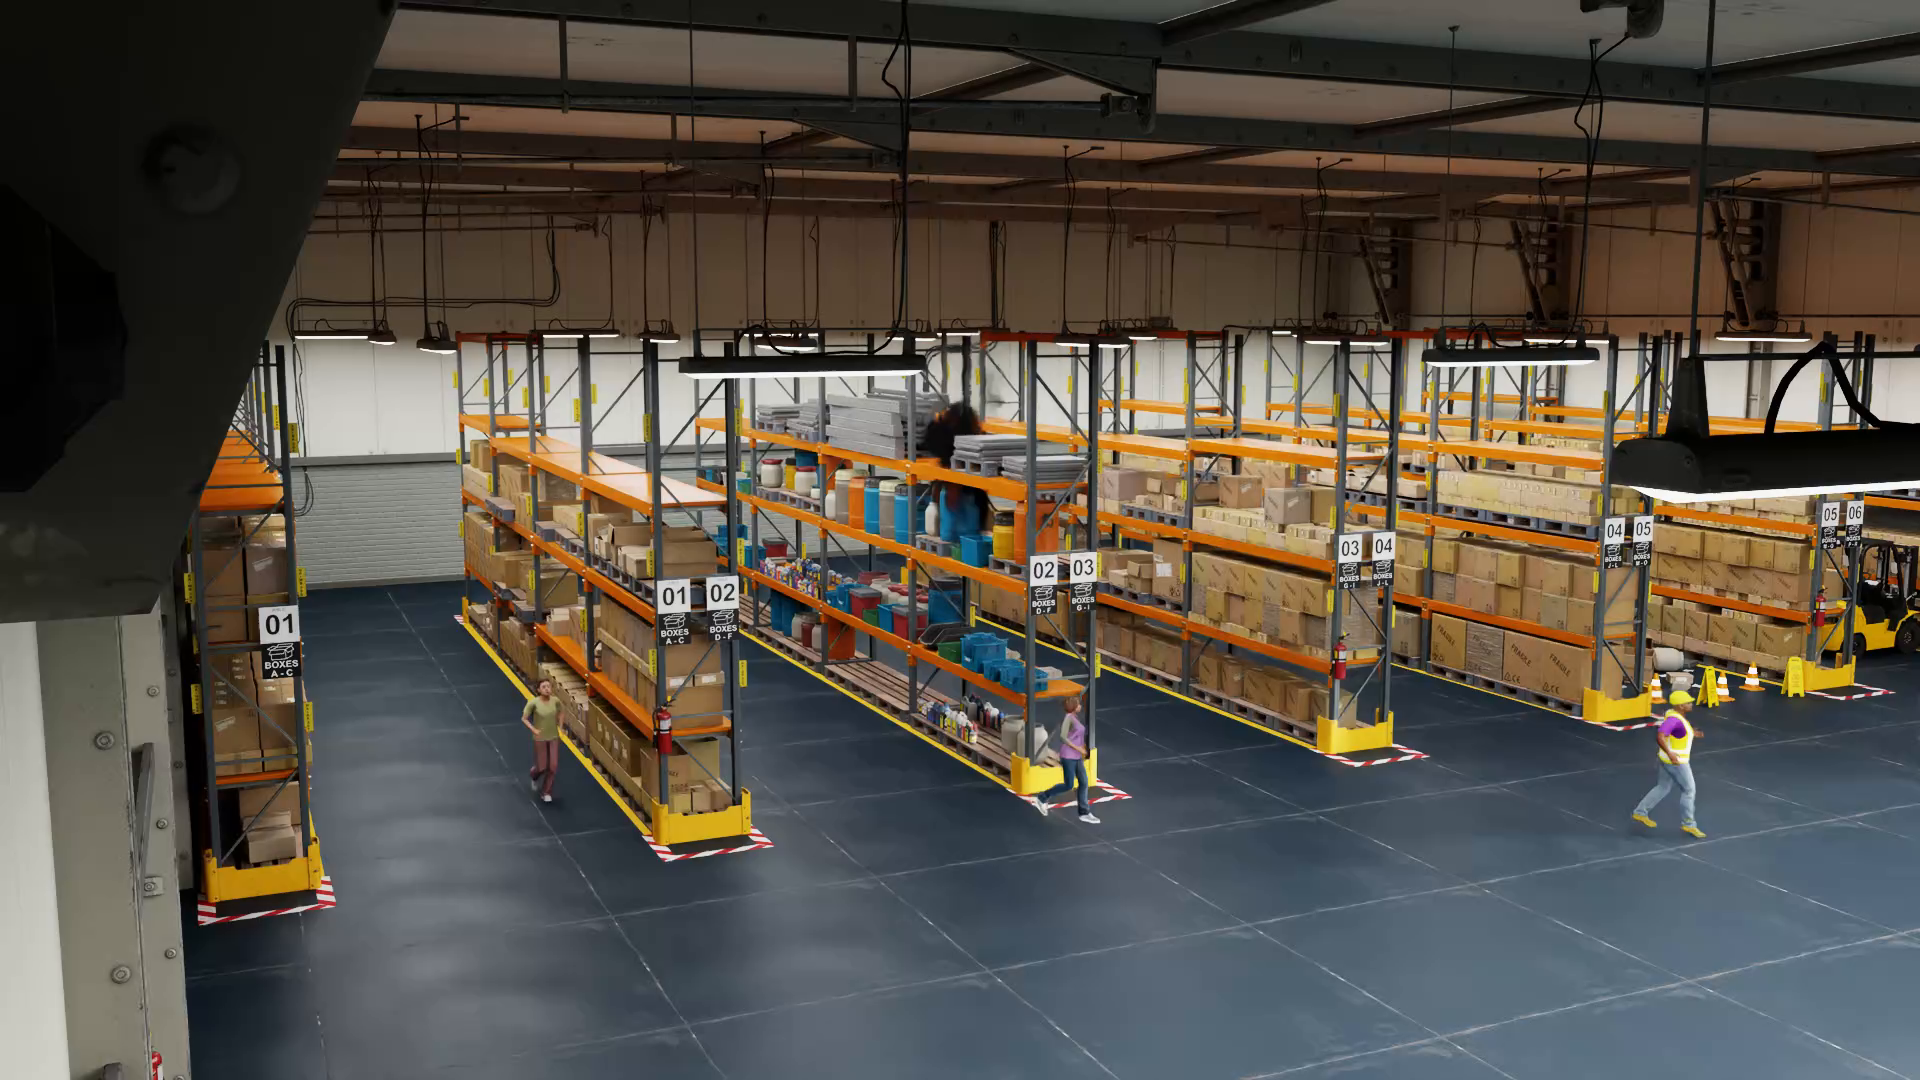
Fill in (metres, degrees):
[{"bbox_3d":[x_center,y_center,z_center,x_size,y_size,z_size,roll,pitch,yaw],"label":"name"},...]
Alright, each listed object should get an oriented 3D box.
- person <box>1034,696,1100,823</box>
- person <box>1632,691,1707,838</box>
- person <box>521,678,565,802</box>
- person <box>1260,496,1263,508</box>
[{"bbox_3d":[1.401,2.749,20.952,0.846,1.532,0.601,2,8,17],"label":"person"},{"bbox_3d":[8.717,2.723,20.363,0.866,1.811,0.671,1,8,8],"label":"person"},{"bbox_3d":[-5.445,2.597,21.797,0.566,1.624,0.546,-5,9,-33],"label":"person"},{"bbox_3d":[7.980,-0.447,44.212,0.494,1.665,0.910,2,8,12],"label":"person"}]
